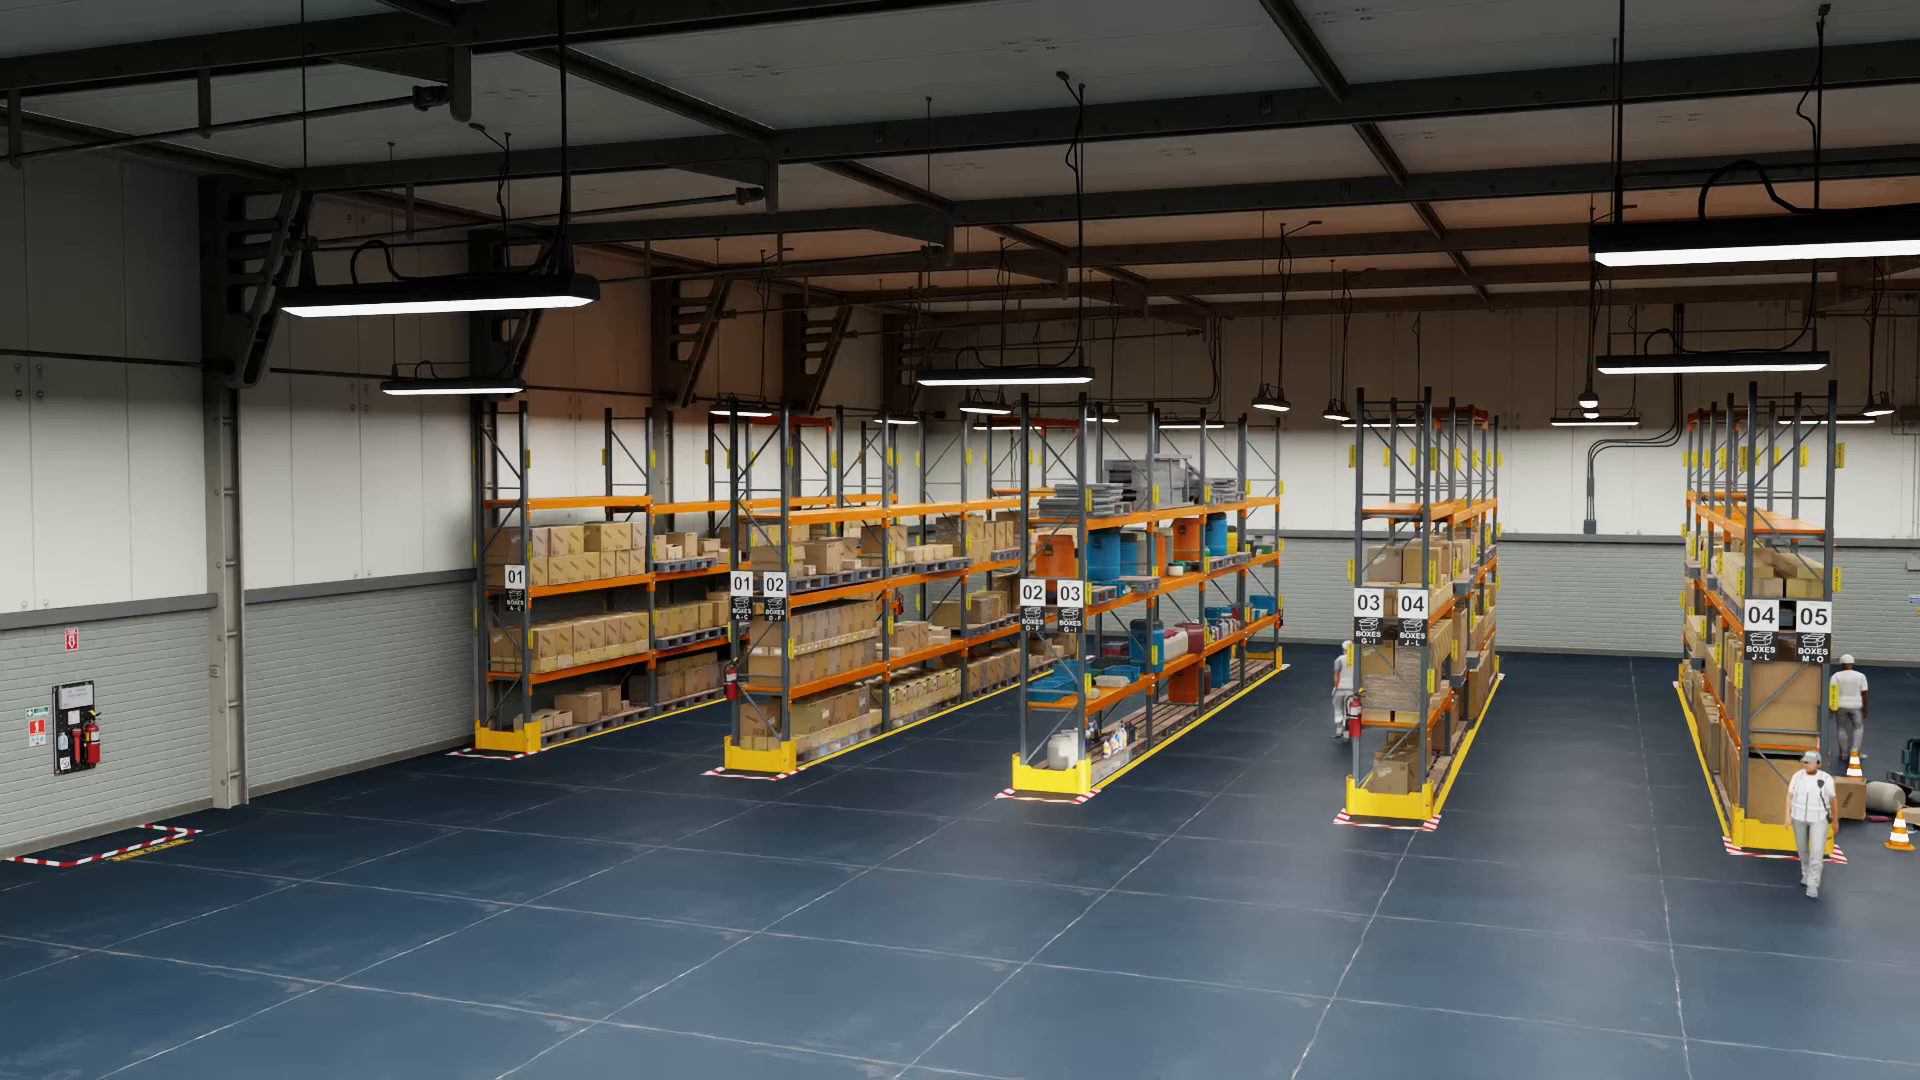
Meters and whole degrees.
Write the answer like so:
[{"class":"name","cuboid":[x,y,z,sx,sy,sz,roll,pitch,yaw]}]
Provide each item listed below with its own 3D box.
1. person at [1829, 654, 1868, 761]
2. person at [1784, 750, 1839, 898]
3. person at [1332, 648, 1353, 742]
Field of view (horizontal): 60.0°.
[{"class":"person","cuboid":[14.741,2.784,27.598,0.594,1.765,0.548,1,3,19]},{"class":"person","cuboid":[9.808,3.240,19.225,0.512,1.611,0.951,3,4,44]},{"class":"person","cuboid":[6.866,2.708,29.489,0.521,1.760,0.528,1,3,12]}]
